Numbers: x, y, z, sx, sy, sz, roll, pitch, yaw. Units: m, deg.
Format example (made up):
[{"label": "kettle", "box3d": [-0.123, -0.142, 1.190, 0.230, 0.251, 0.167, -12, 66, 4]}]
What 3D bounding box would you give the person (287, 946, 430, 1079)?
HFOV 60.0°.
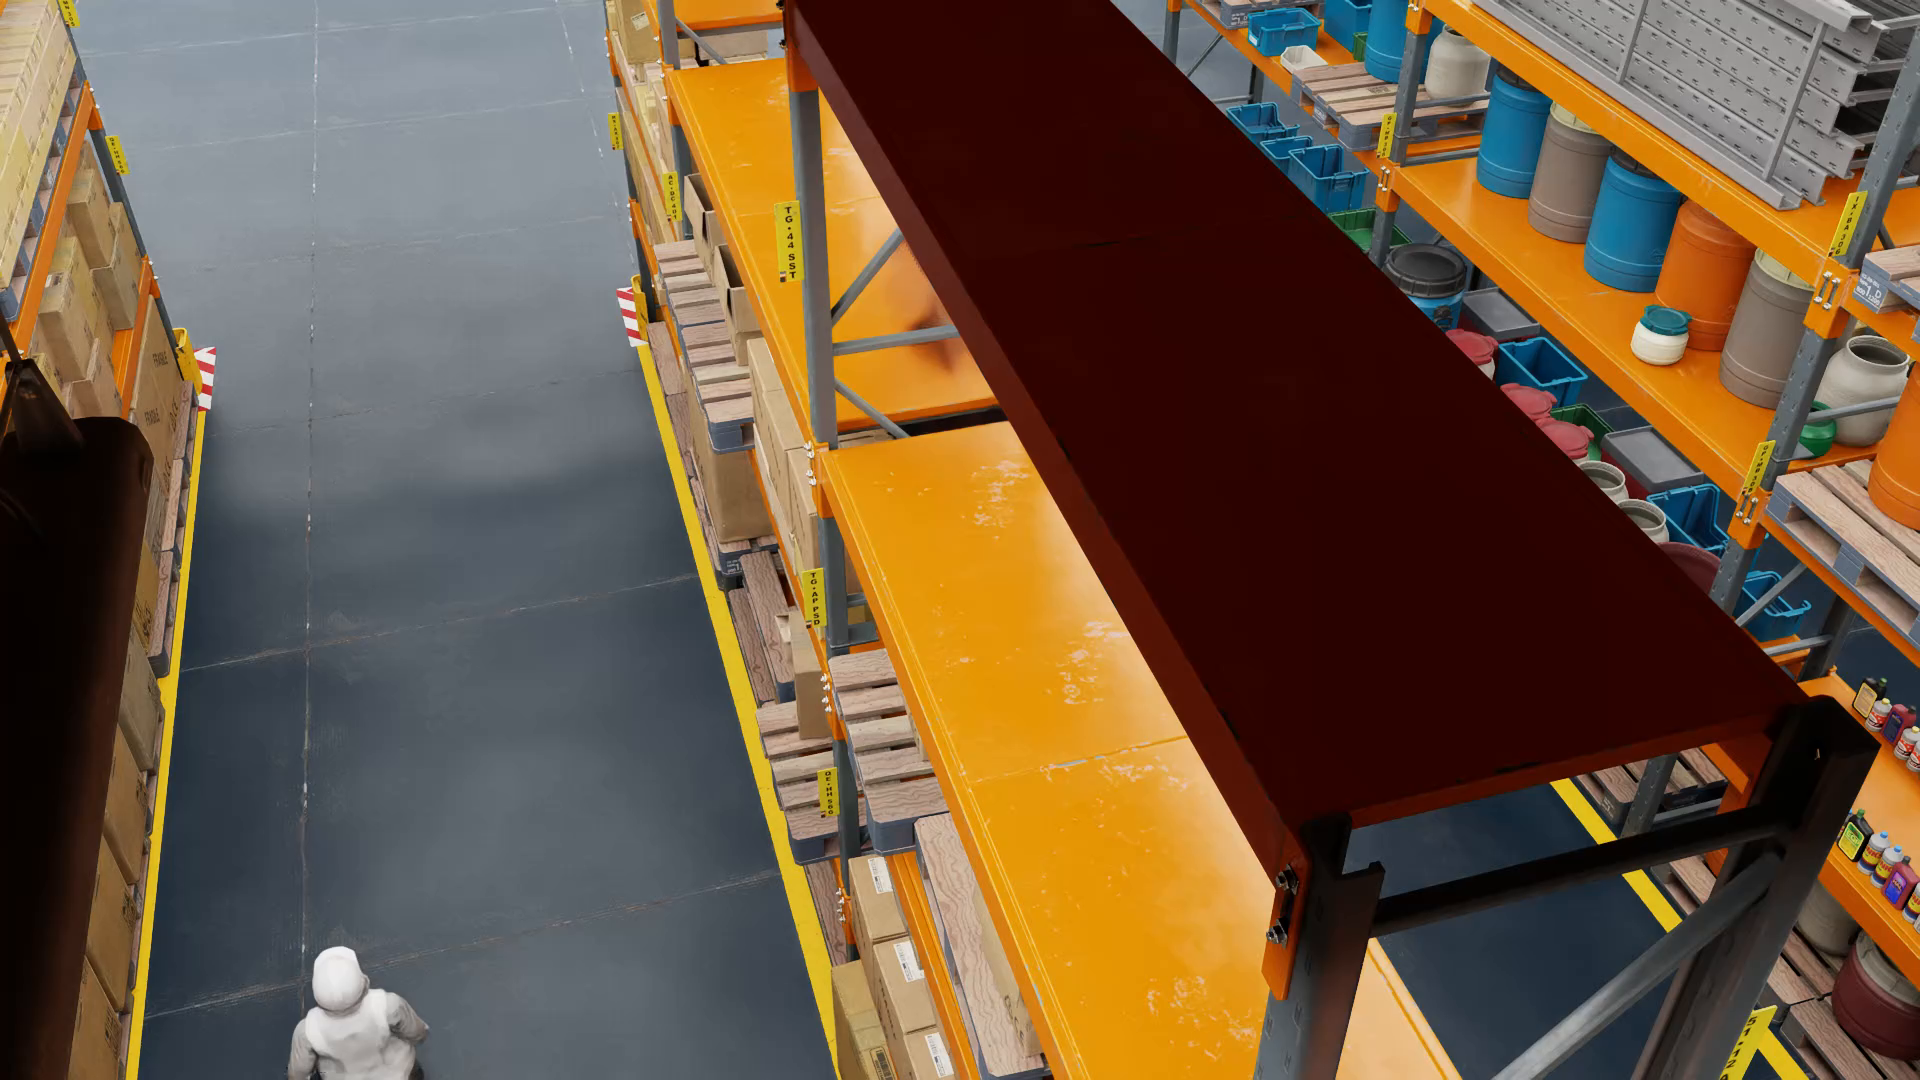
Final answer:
[{"label": "person", "box3d": [-2.890, 2.611, 8.144, 0.662, 1.724, 0.641, -13, 40, -16]}]
